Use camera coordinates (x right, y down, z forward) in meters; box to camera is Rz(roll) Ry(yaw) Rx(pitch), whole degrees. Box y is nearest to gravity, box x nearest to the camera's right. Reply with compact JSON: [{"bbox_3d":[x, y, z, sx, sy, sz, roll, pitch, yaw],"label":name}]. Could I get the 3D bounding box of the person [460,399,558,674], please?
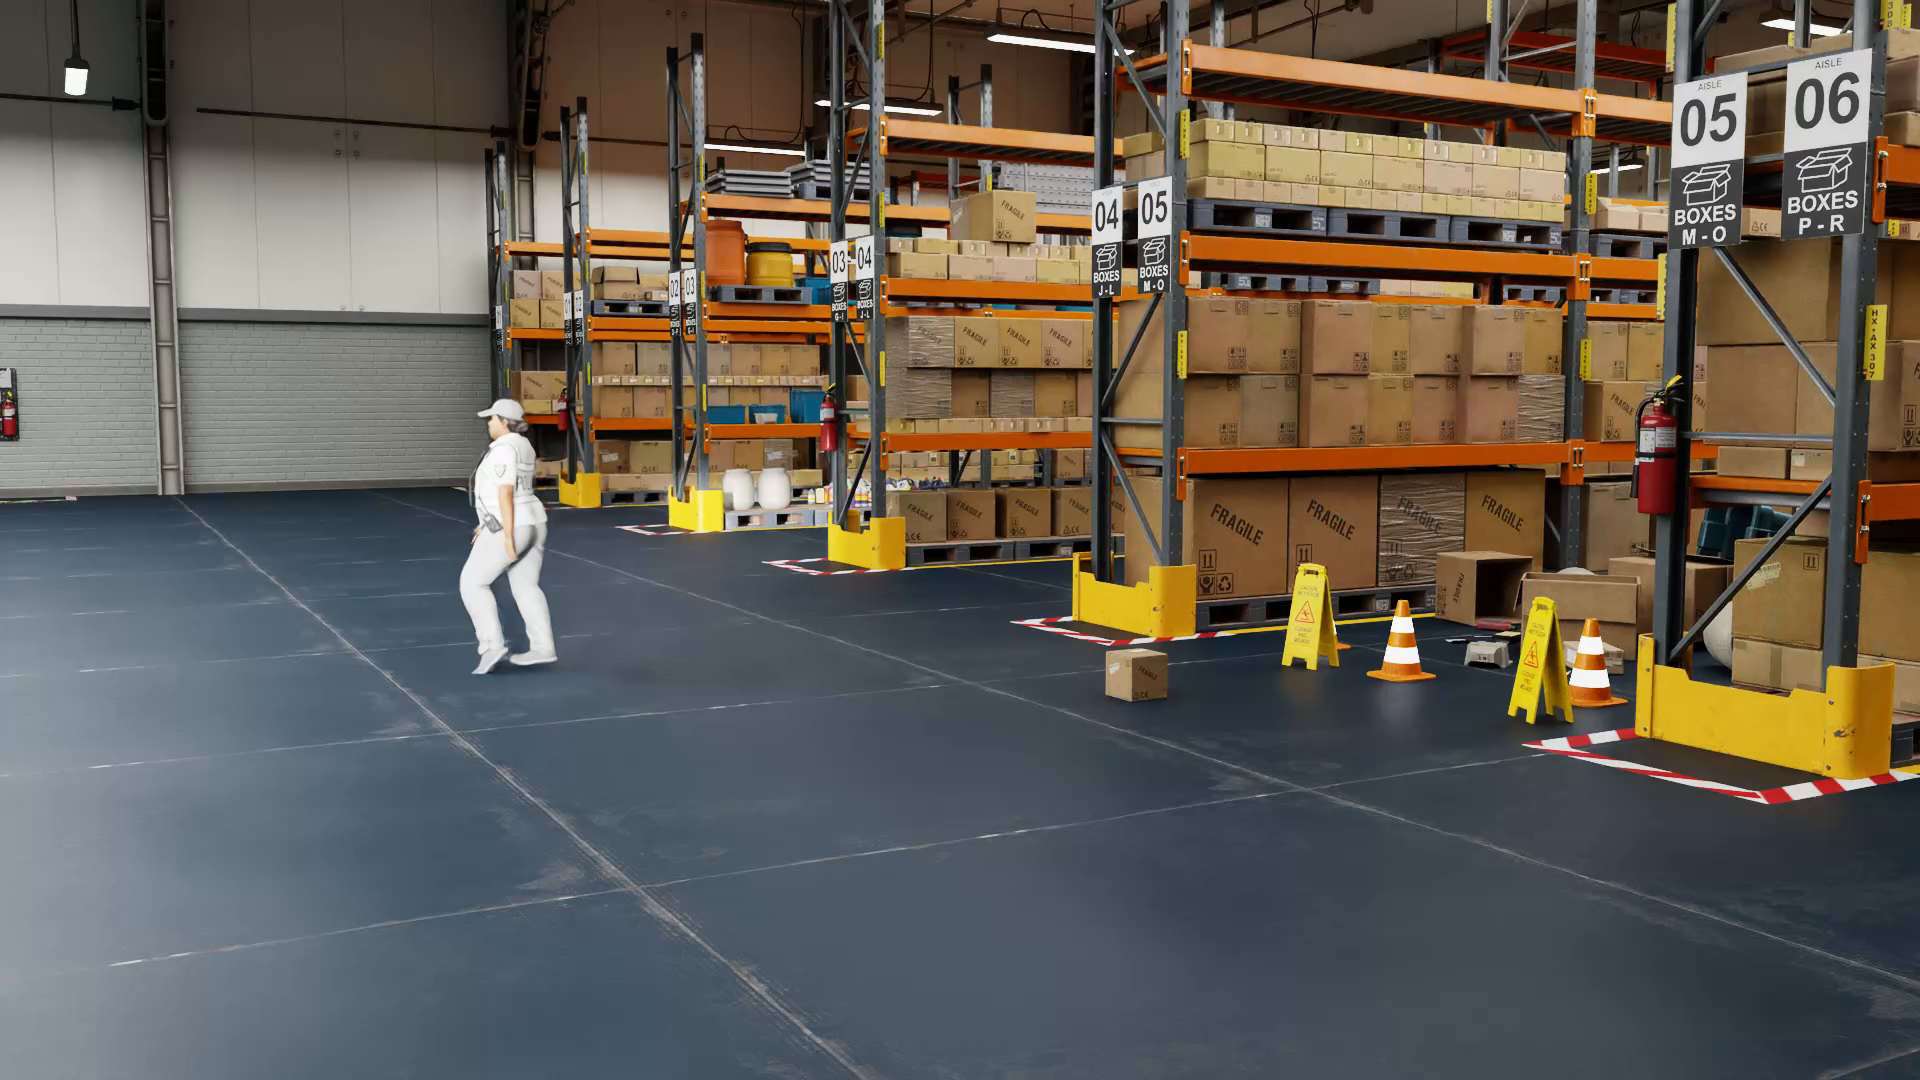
[{"bbox_3d":[-2.788,-0.004,10.257,0.547,1.731,0.479,1,5,11],"label":"person"}]
